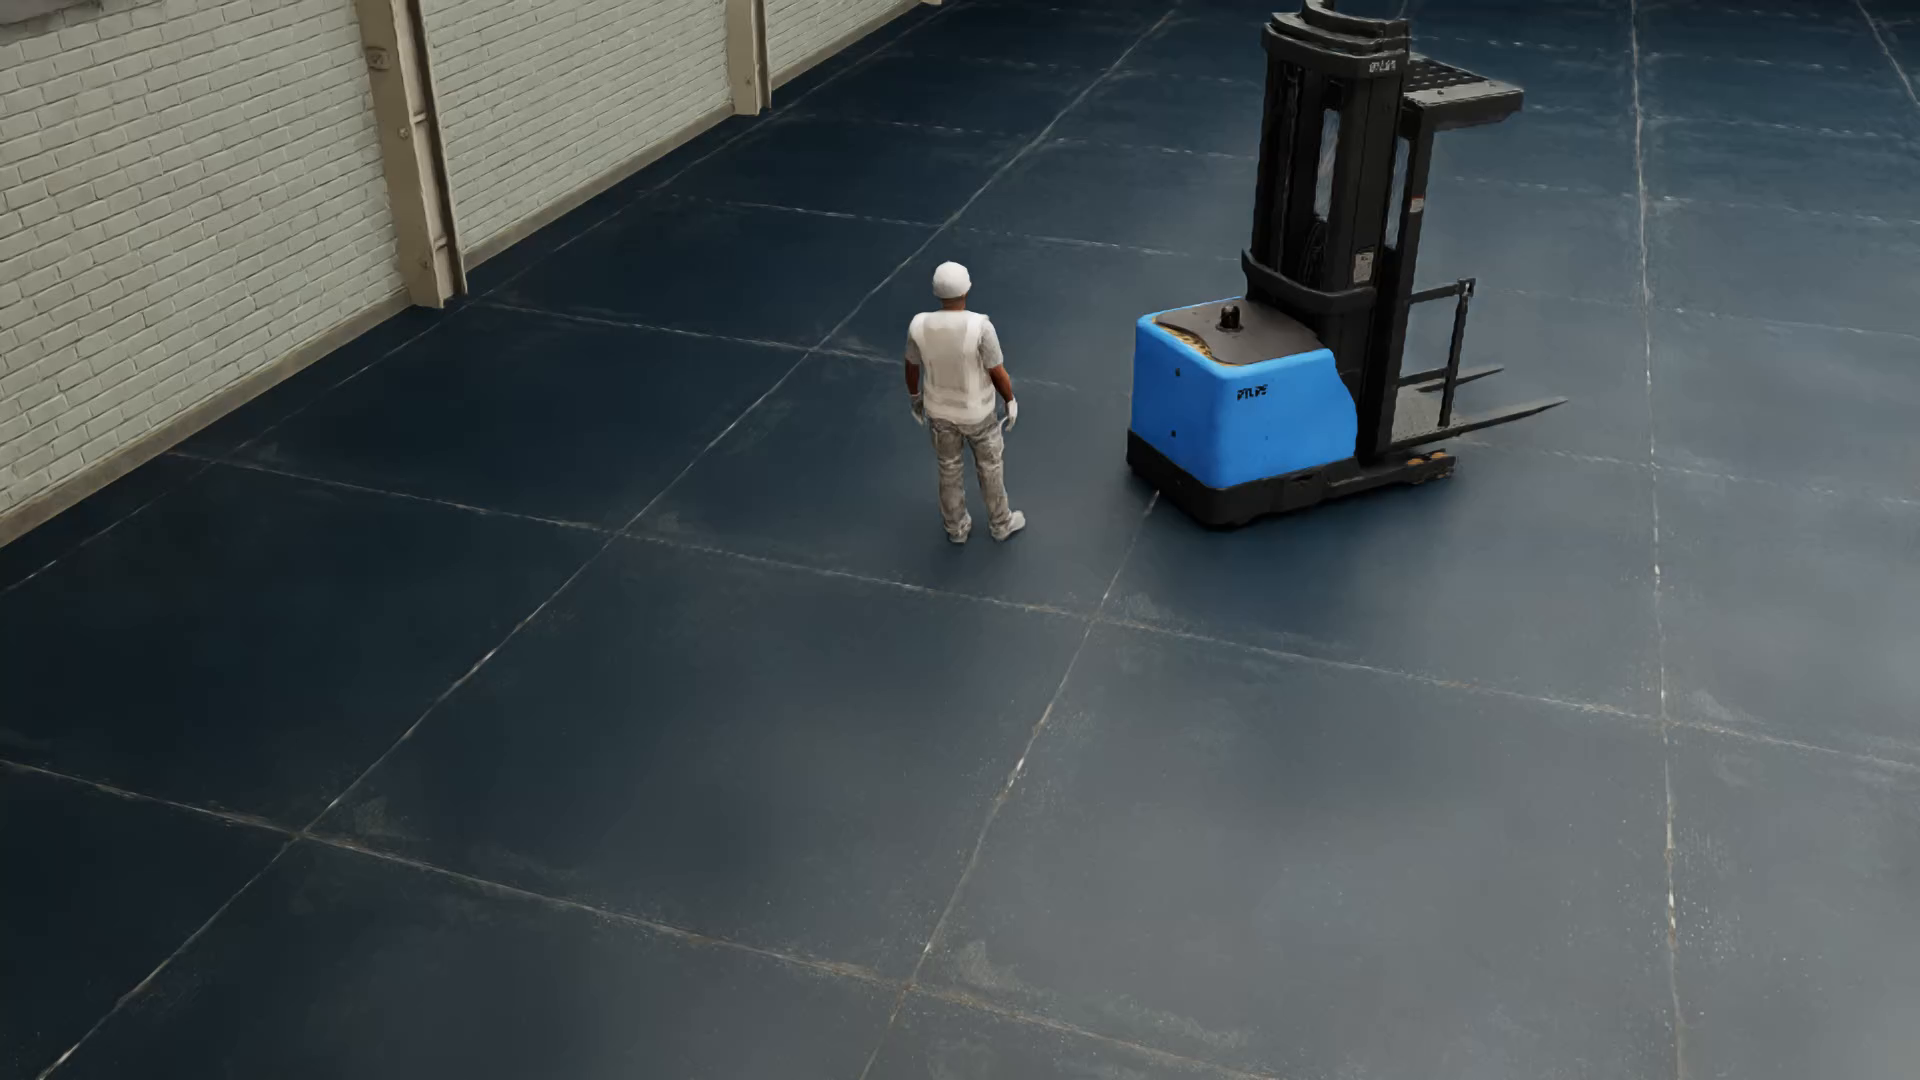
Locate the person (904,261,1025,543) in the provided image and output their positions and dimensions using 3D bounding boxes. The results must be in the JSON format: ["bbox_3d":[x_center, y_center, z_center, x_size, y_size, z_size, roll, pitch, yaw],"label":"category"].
[{"bbox_3d":[0.031,-0.813,9.708,0.655,1.782,0.576,10,31,16],"label":"person"}]

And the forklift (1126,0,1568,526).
[{"bbox_3d":[2.641,-1.854,10.388,3.031,2.935,1.130,-14,32,-23],"label":"forklift"}]
